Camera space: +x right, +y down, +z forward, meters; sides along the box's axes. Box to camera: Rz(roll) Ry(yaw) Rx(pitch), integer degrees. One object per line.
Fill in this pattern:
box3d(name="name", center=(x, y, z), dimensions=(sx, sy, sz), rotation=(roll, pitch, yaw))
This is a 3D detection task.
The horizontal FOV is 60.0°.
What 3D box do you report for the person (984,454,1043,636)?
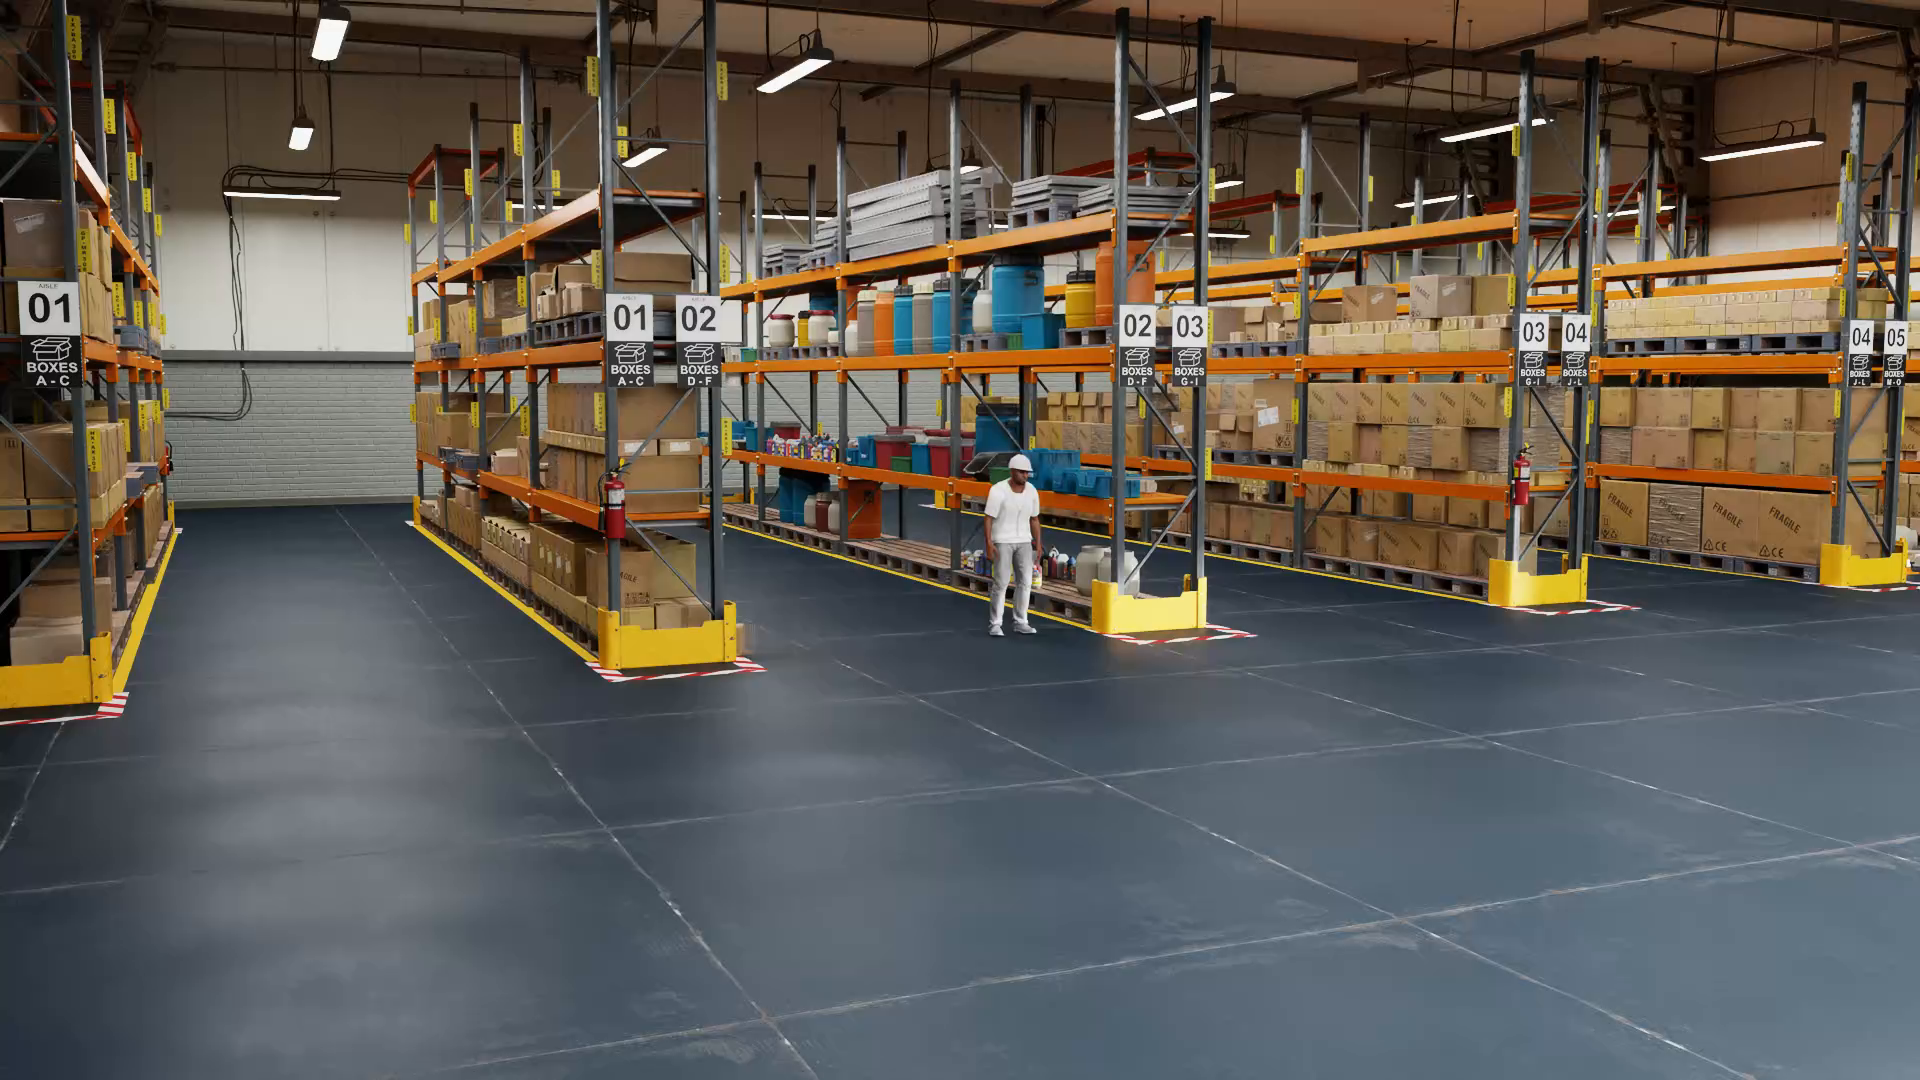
box3d(name="person", center=(0.527, 0.044, 16.208), dimensions=(0.632, 1.759, 0.462), rotation=(-3, 6, -27))
